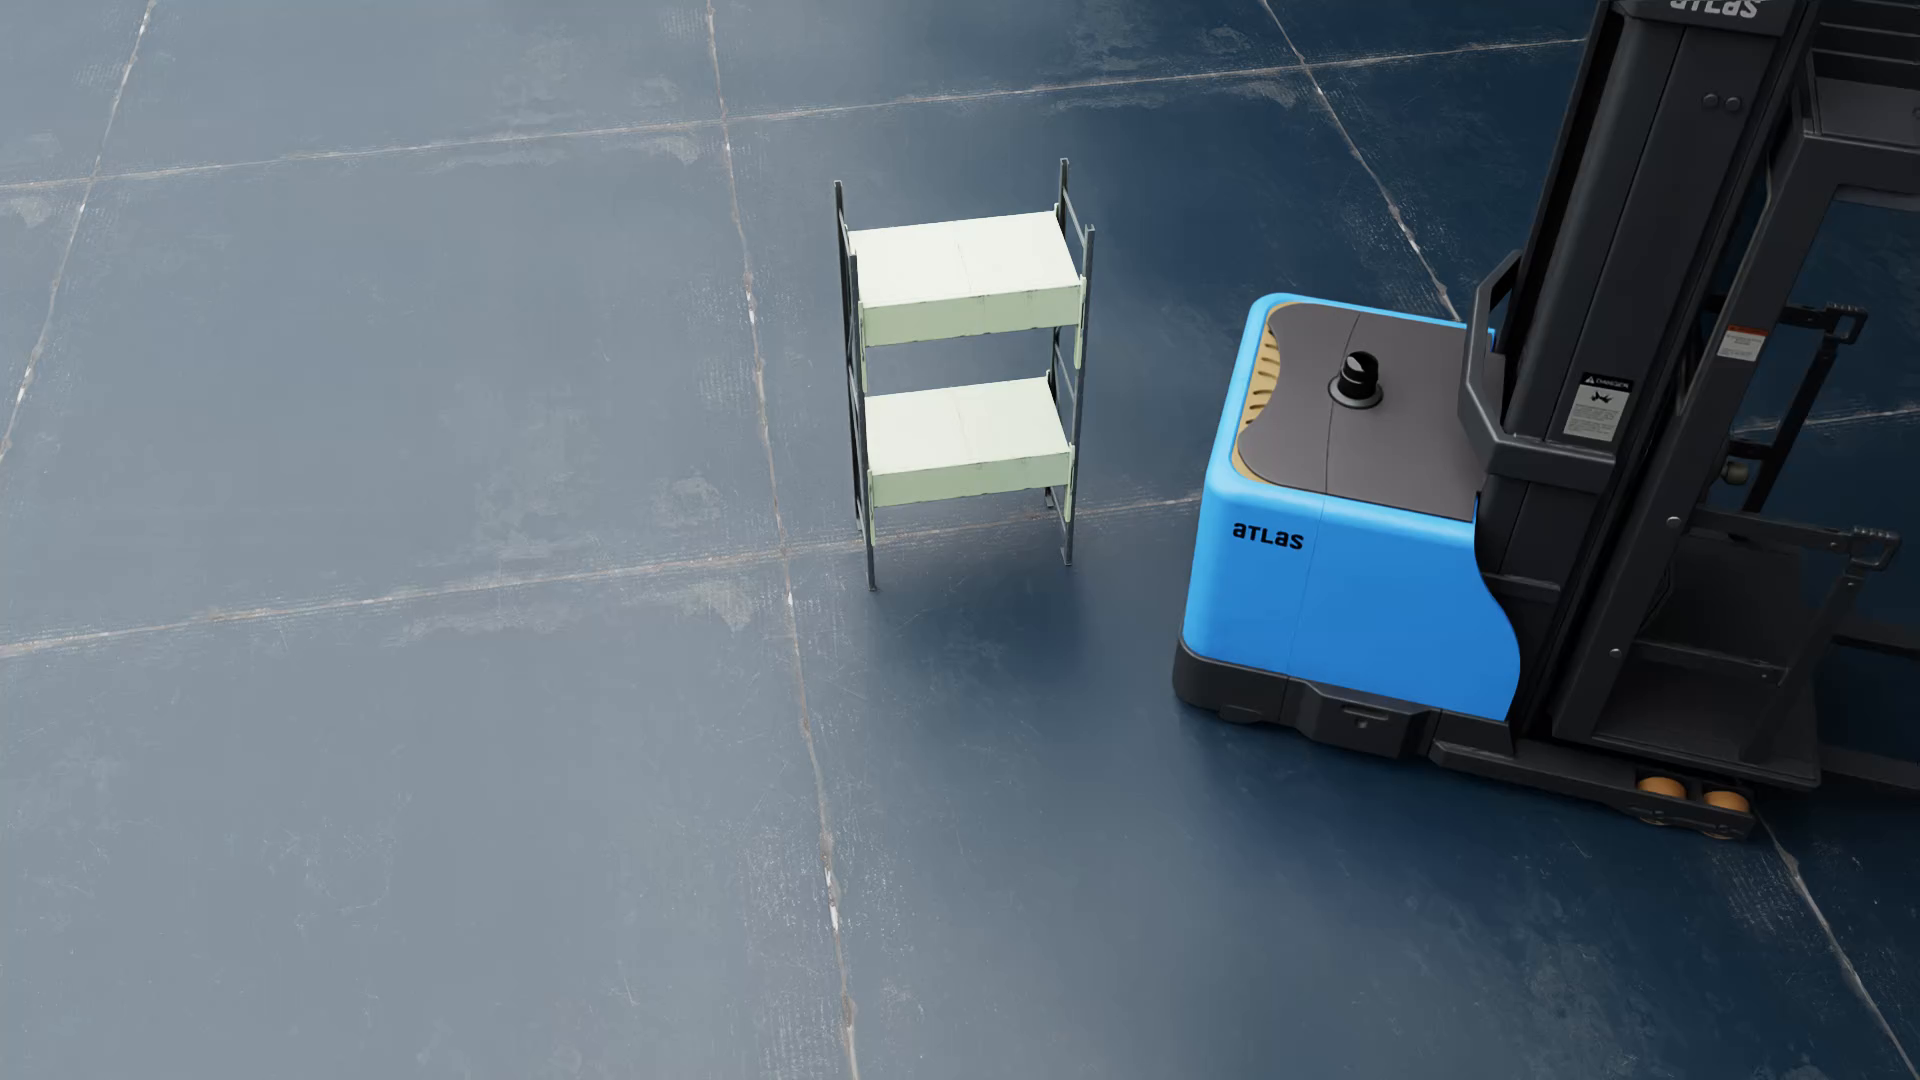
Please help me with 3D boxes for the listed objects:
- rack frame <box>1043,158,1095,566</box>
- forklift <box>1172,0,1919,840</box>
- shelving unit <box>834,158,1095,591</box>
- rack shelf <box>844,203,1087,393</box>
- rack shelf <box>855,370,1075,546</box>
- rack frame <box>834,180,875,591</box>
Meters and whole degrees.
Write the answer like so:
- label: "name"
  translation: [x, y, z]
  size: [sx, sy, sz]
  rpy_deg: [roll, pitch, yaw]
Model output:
- label: "rack frame"
  translation: [0.367, -0.566, 5.754]
  size: [0.023, 1.500, 0.400]
  rpy_deg: [-7, 46, -7]
- label: "forklift"
  translation: [2.300, -0.489, 4.686]
  size: [3.031, 2.935, 1.130]
  rpy_deg: [12, 47, 11]
- label: "shelving unit"
  translation: [0.007, -0.521, 5.711]
  size: [0.755, 1.500, 0.431]
  rpy_deg: [-7, 46, -7]
- label: "rack shelf"
  translation: [0.007, -0.792, 5.430]
  size: [0.720, 0.370, 0.431]
  rpy_deg: [-7, 46, -7]
- label: "rack shelf"
  translation: [0.007, -0.295, 5.945]
  size: [0.720, 0.370, 0.431]
  rpy_deg: [-7, 46, -7]
- label: "rack frame"
  translation: [-0.354, -0.476, 5.667]
  size: [0.023, 1.500, 0.400]
  rpy_deg: [-7, 46, -7]
